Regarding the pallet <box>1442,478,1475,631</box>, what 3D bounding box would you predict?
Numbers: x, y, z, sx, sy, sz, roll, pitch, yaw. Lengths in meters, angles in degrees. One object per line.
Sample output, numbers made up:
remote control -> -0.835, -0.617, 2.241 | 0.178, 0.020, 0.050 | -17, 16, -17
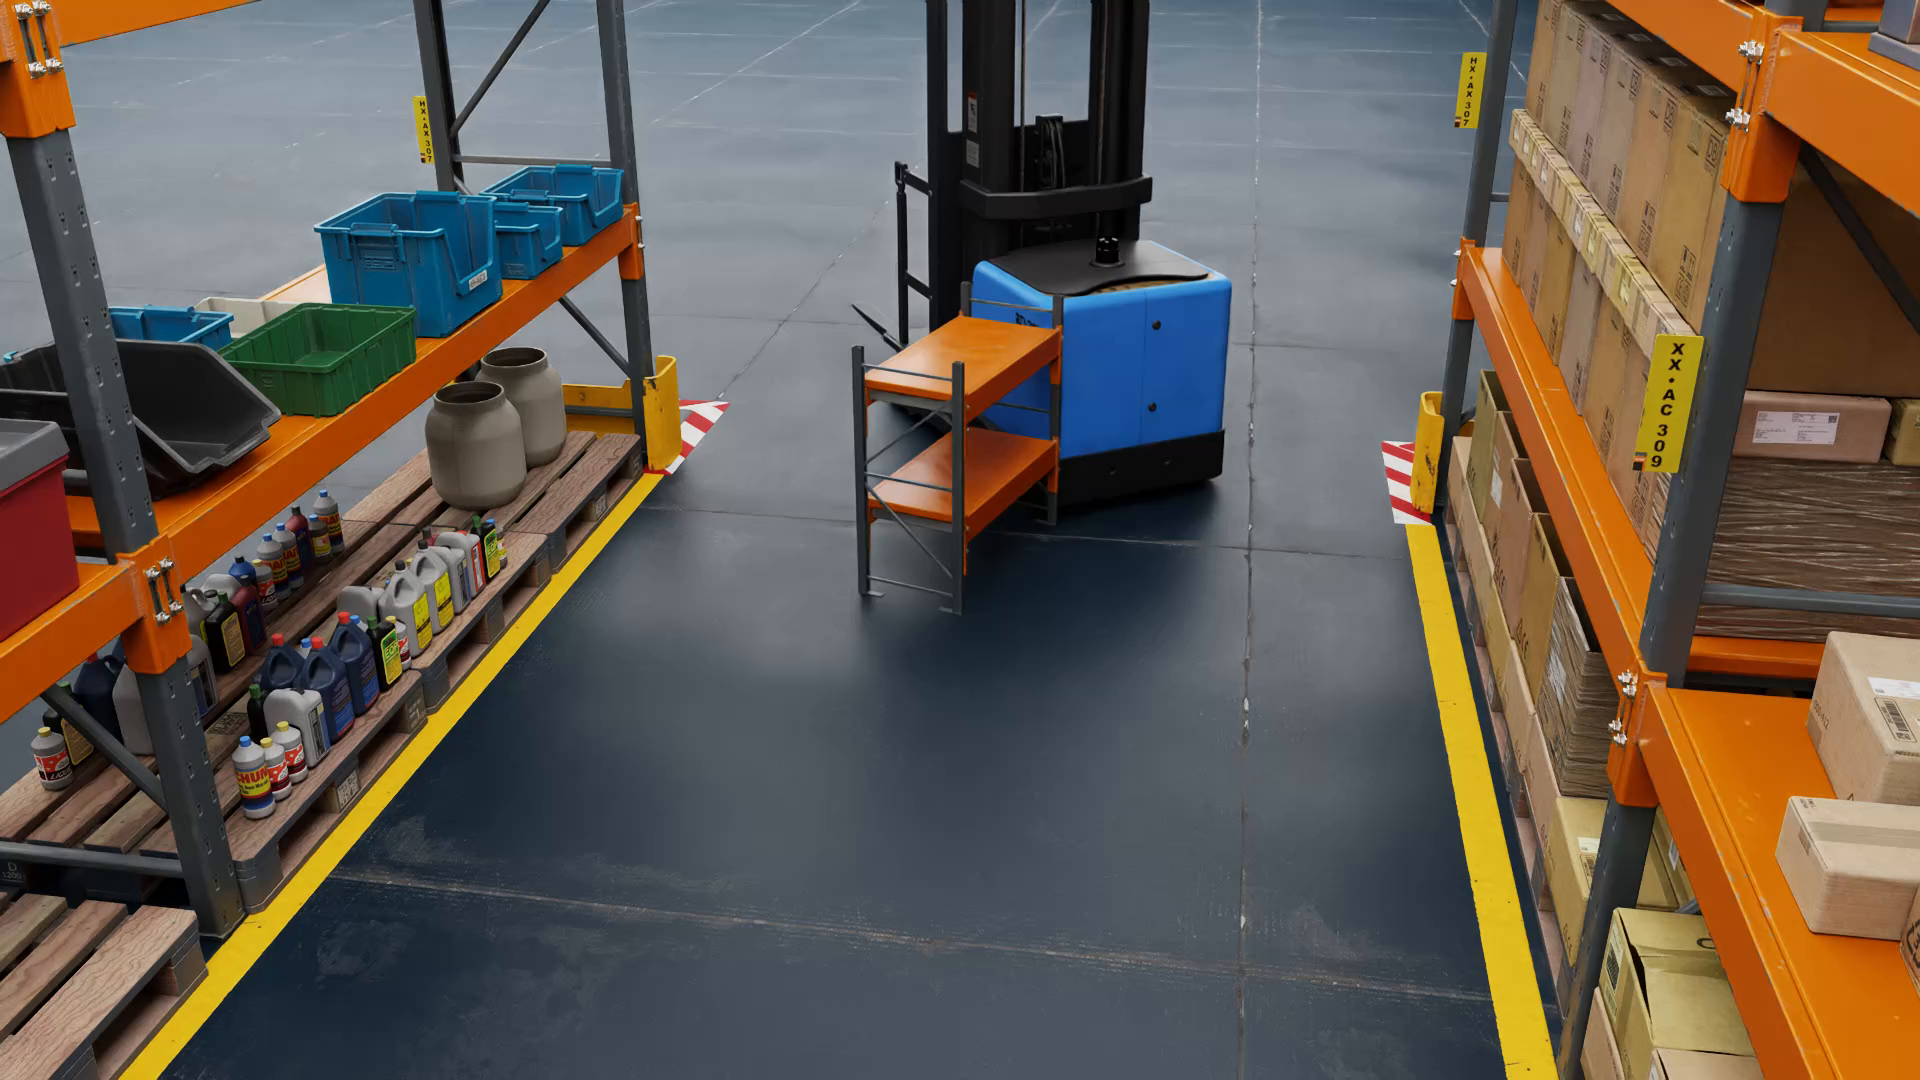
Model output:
pallet -> 2.712, 0.073, 7.344 | 1.003, 0.211, 1.213 | 4, 25, 9

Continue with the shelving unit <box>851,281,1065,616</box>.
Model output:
shelving unit -> 0.011, -0.432, 7.346 | 0.538, 1.125, 1.048 | 12, 28, 23

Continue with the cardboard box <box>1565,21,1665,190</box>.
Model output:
cardboard box -> 2.536, -1.497, 5.762 | 0.700, 0.500, 0.500 | 4, 25, 9

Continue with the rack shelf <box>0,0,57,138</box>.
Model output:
rack shelf -> -3.071, -0.380, 2.334 | 1.077, 0.370, 4.000 | 4, 25, 9

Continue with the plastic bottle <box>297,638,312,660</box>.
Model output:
plastic bottle -> -2.298, 0.475, 5.897 | 0.097, 0.271, 0.097 | 0, 25, 0

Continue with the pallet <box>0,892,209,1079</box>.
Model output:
pallet -> -2.834, 1.410, 4.488 | 1.003, 0.211, 1.213 | 4, 25, 9

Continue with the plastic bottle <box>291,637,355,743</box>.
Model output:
plastic bottle -> -2.203, 0.508, 5.733 | 0.144, 0.351, 0.185 | 5, 25, 10

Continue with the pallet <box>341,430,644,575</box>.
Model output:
pallet -> -2.194, -0.220, 7.970 | 1.003, 0.211, 1.213 | 4, 25, 9

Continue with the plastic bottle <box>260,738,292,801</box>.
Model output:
plastic bottle -> -2.243, 0.739, 5.415 | 0.097, 0.201, 0.097 | 0, 25, 0

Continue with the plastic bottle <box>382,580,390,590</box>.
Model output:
plastic bottle -> -2.198, 0.251, 6.458 | 0.097, 0.201, 0.097 | 0, 25, 0

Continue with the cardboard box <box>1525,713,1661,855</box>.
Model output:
cardboard box -> 2.094, 0.798, 5.254 | 0.500, 0.250, 0.500 | 4, 25, 9

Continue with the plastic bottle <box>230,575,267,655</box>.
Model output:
plastic bottle -> -2.703, 0.282, 6.295 | 0.061, 0.283, 0.133 | 4, 25, 9

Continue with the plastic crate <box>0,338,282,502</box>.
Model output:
plastic crate -> -2.533, -0.366, 5.067 | 0.767, 0.338, 0.504 | 4, 25, 9

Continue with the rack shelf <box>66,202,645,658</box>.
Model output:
rack shelf -> -2.417, -0.695, 6.544 | 1.077, 0.370, 4.000 | 4, 25, 9

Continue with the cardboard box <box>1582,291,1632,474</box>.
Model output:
cardboard box -> 2.374, -0.501, 5.164 | 0.700, 0.500, 0.500 | 4, 25, 9

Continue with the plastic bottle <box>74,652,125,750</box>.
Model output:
plastic bottle -> -2.923, 0.527, 5.691 | 0.144, 0.351, 0.185 | 3, 25, 7

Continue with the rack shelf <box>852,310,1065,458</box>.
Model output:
rack shelf -> 0.011, -0.697, 7.222 | 0.538, 0.278, 1.000 | 12, 28, 23

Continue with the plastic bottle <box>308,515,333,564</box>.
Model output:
plastic bottle -> -2.711, -0.009, 7.012 | 0.097, 0.201, 0.097 | 0, 25, 0

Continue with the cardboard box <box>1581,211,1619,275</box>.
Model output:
cardboard box -> 2.225, -0.949, 5.356 | 0.380, 0.149, 0.250 | 5, 26, 10

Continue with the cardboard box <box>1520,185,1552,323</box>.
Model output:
cardboard box -> 2.626, -1.143, 6.536 | 0.700, 0.500, 0.500 | 5, 25, 10

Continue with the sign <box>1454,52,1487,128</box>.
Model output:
sign -> 2.249, -1.981, 7.329 | 0.100, 0.325, 0.005 | 4, 25, 9

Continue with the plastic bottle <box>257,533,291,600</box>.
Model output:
plastic bottle -> -2.766, 0.101, 6.694 | 0.097, 0.271, 0.097 | 0, 25, 0

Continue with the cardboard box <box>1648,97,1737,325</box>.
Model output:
cardboard box -> 2.290, -0.870, 4.421 | 0.700, 0.500, 0.500 | 4, 25, 8

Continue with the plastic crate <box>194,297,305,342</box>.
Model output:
plastic crate -> -2.729, -0.761, 6.149 | 0.530, 0.136, 0.437 | 4, 25, 9

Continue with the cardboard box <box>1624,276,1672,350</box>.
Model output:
cardboard box -> 2.100, -0.630, 4.674 | 0.380, 0.149, 0.250 | 4, 25, 8

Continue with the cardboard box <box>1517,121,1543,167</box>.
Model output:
cardboard box -> 2.479, -1.591, 6.729 | 0.380, 0.149, 0.250 | 3, 25, 7

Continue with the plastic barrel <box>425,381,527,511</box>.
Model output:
plastic barrel -> -2.204, -0.430, 7.570 | 0.421, 0.512, 0.421 | 0, 25, 0

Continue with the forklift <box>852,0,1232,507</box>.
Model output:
forklift -> 0.249, -2.082, 8.740 | 1.130, 2.935, 3.031 | -11, 27, -22

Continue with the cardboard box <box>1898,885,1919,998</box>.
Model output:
cardboard box -> 1.914, 0.656, 2.693 | 0.500, 0.500, 0.500 | 6, 26, 12

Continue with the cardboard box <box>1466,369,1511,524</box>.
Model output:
cardboard box -> 2.409, -0.379, 6.884 | 0.500, 0.500, 0.500 | 4, 25, 9

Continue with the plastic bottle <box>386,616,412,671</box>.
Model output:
plastic bottle -> -2.102, 0.380, 6.183 | 0.097, 0.201, 0.097 | 0, 25, 0

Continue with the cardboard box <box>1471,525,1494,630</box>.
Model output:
cardboard box -> 2.329, 0.170, 6.596 | 0.500, 0.250, 0.500 | 4, 25, 9

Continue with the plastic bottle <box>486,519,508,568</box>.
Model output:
plastic bottle -> -1.958, 0.010, 6.973 | 0.097, 0.201, 0.097 | 0, 25, 0

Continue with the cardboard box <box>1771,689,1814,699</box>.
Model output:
cardboard box -> 2.527, 0.704, 4.571 | 0.500, 0.500, 0.500 | 4, 25, 9

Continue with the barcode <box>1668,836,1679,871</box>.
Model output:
barcode -> 1.690, 0.737, 3.935 | 0.001, 0.075, 0.075 | 4, 25, 9

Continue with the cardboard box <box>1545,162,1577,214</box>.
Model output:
cardboard box -> 2.352, -1.270, 6.042 | 0.380, 0.149, 0.250 | 3, 25, 7

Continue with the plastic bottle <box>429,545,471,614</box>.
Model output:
plastic bottle -> -2.049, 0.137, 6.612 | 0.152, 0.276, 0.135 | 3, 25, 7

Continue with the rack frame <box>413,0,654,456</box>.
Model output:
rack frame -> -2.090, -1.857, 8.179 | 1.000, 3.000, 0.127 | 4, 25, 9

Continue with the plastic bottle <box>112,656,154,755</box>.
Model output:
plastic bottle -> -2.781, 0.537, 5.670 | 0.144, 0.351, 0.185 | 4, 25, 9

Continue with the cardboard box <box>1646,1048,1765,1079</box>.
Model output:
cardboard box -> 1.742, 1.327, 3.464 | 0.500, 0.311, 0.500 | 4, 25, 8

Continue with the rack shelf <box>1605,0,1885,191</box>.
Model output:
rack shelf -> 2.469, -1.708, 5.172 | 1.077, 0.370, 4.000 | 4, 25, 9

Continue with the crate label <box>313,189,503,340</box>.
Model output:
crate label -> -2.124, -1.084, 6.487 | 0.502, 0.435, 0.616 | 4, 25, 9

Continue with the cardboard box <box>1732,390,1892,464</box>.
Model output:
cardboard box -> 1.975, -0.307, 3.984 | 0.380, 0.149, 0.250 | 4, 25, 8

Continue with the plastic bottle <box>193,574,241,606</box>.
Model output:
plastic bottle -> -2.808, 0.278, 6.312 | 0.152, 0.276, 0.135 | 4, 25, 9

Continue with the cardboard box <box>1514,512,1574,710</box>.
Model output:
cardboard box -> 2.174, 0.250, 5.542 | 0.500, 0.500, 0.500 | 4, 25, 9
